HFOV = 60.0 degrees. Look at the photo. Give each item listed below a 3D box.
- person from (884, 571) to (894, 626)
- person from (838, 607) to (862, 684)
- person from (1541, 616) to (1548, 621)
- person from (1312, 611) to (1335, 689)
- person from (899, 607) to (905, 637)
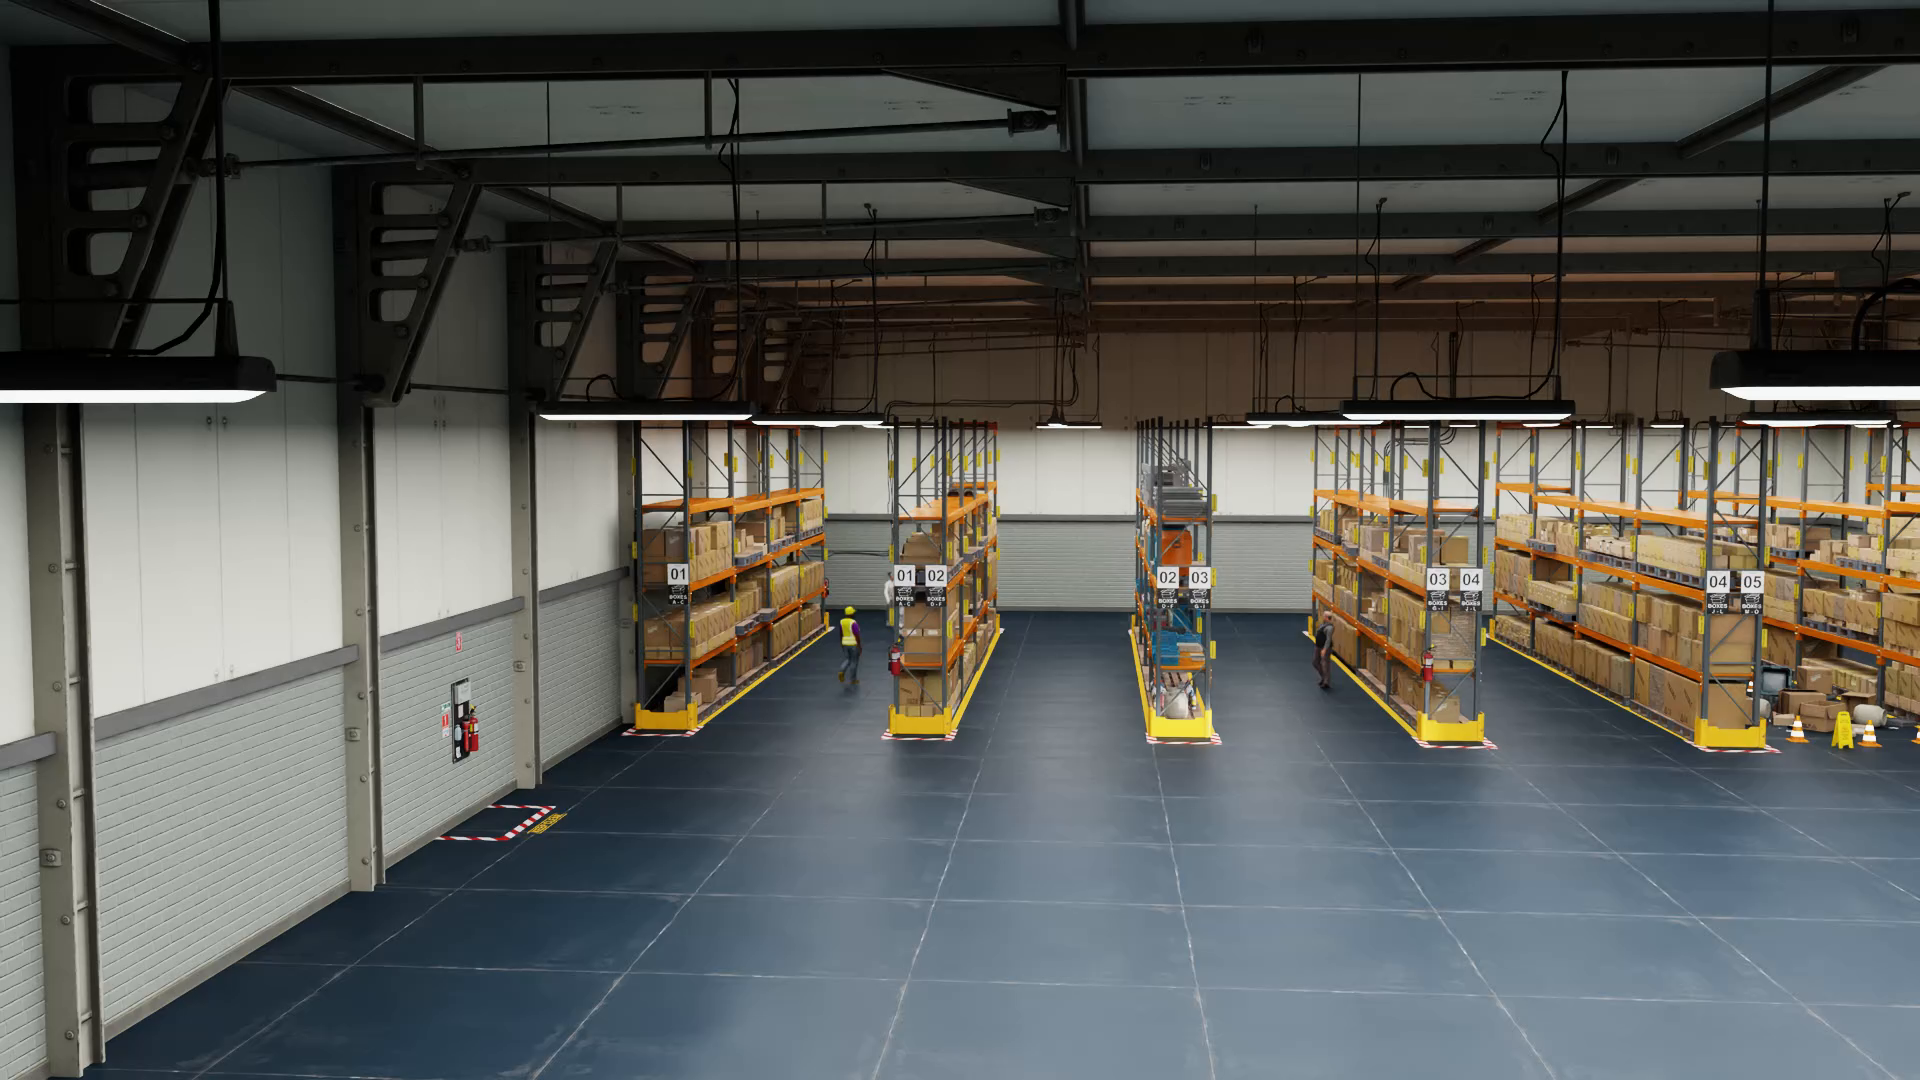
[{"bbox_3d":[-1.973,1.725,48.444,0.493,1.639,1.017,-1,4,-9],"label":"person"},{"bbox_3d":[-2.489,2.378,37.574,0.579,1.756,0.603,3,5,35],"label":"person"},{"bbox_3d":[16.941,1.739,47.487,0.914,1.714,0.602,0,4,-6],"label":"person"},{"bbox_3d":[8.137,2.440,37.140,0.430,1.726,0.626,-1,4,-14],"label":"person"},{"bbox_3d":[-1.556,1.792,46.490,0.377,1.802,0.661,2,4,24],"label":"person"}]
